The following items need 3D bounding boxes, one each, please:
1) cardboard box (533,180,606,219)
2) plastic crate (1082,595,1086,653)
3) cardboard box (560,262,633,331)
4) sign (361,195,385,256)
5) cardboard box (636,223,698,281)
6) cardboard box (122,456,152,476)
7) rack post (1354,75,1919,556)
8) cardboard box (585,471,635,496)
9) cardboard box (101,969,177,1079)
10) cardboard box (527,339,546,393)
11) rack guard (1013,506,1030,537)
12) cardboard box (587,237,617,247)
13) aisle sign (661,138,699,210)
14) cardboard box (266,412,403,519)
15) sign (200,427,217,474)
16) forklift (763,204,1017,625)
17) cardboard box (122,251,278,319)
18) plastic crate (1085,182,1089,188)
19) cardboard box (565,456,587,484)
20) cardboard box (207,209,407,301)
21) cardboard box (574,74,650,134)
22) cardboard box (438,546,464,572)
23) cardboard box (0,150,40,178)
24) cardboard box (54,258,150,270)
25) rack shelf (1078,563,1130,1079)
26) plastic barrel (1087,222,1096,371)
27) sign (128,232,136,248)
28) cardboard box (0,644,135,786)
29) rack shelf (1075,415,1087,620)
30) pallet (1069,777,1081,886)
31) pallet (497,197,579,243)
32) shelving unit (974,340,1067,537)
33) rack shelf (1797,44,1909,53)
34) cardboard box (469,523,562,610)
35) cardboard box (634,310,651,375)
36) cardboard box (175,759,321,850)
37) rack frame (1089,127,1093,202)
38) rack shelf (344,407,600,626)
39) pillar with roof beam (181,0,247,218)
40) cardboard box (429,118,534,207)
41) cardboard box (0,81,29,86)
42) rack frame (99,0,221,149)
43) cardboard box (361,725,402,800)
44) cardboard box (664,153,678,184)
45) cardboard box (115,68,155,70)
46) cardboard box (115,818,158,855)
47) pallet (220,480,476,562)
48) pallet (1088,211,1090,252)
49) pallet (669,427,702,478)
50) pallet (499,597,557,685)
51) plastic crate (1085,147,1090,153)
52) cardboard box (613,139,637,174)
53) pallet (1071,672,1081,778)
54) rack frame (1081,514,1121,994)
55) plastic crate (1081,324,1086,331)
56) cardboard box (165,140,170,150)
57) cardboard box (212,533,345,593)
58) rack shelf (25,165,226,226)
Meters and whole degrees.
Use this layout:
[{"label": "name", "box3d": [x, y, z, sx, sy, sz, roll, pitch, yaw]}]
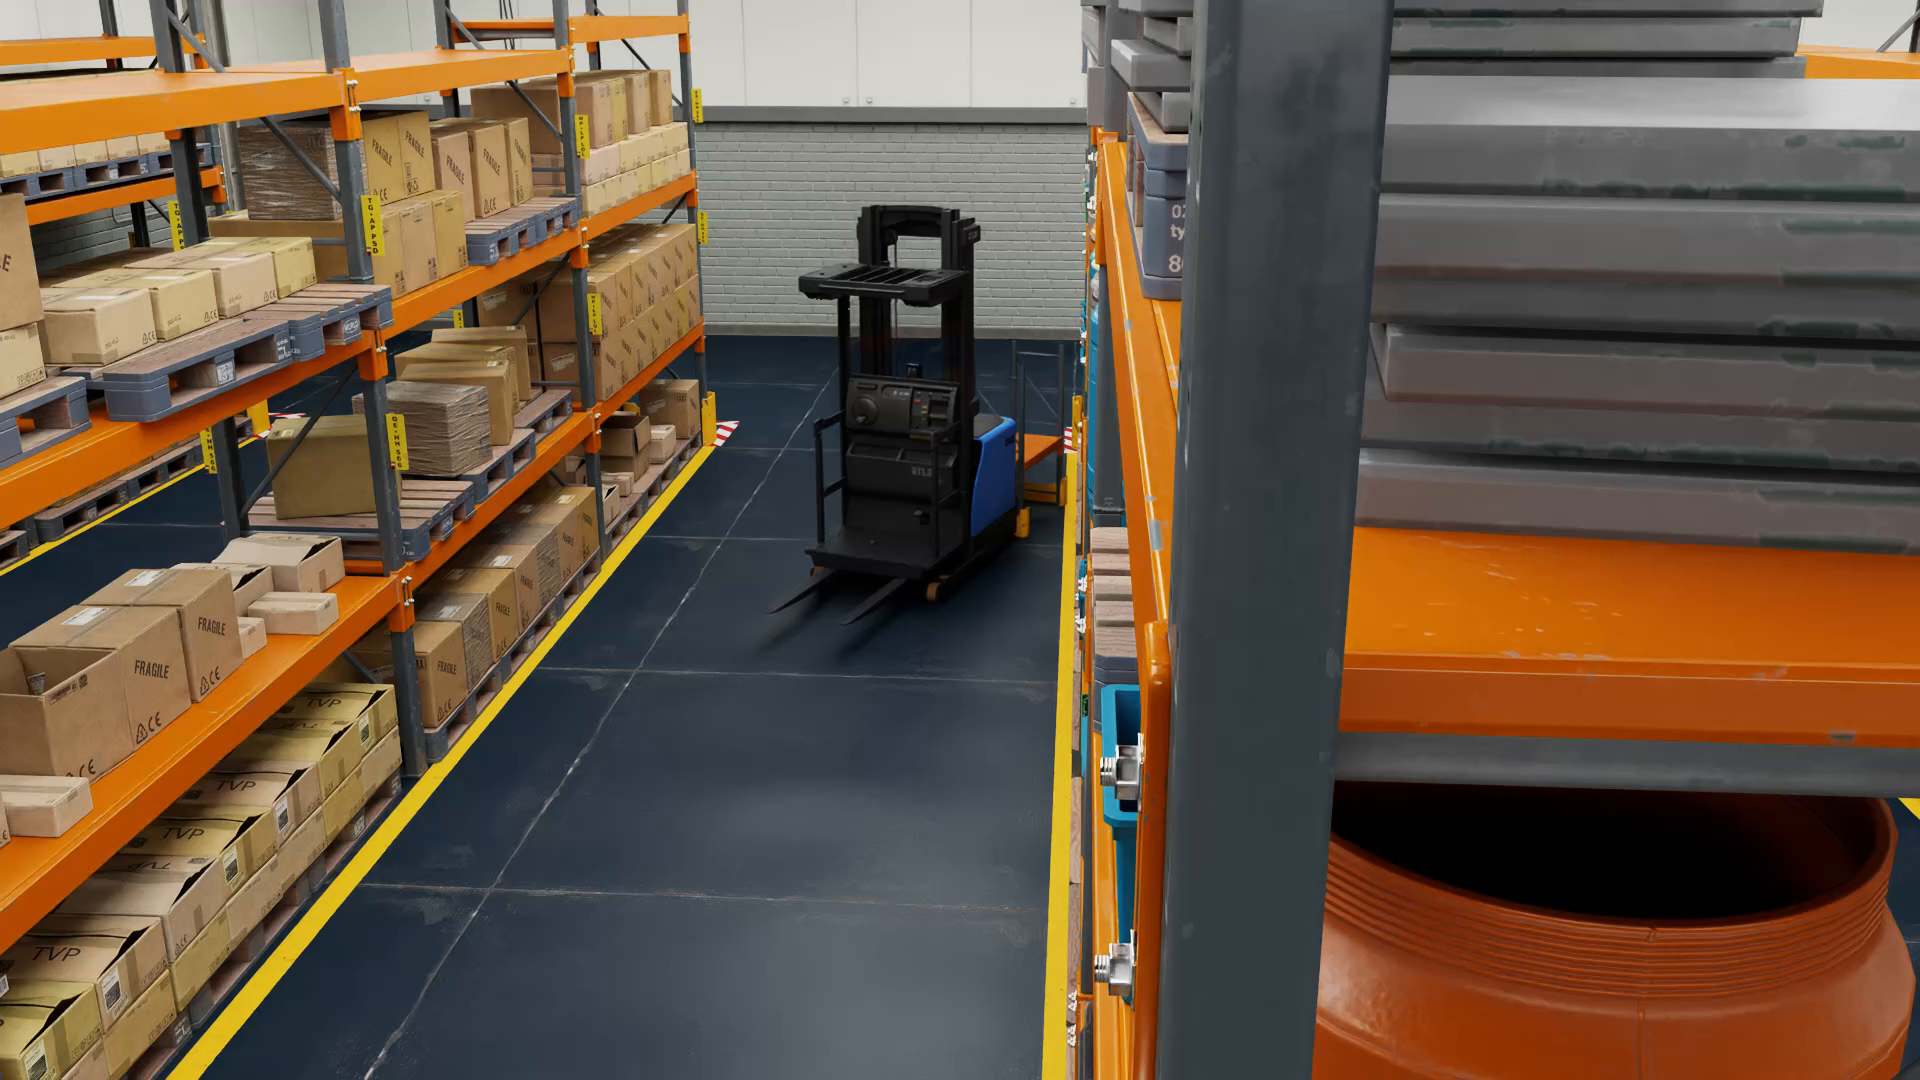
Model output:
[{"label": "cardboard box", "box3d": [-3.179, -2.758, 13.446, 0.500, 0.250, 0.500, 1, 18, 4]}, {"label": "plastic crate", "box3d": [0.772, 0.560, 7.793, 0.402, 0.464, 0.583, 1, 18, 4]}, {"label": "cardboard box", "box3d": [-3.110, -2.081, 14.191, 0.500, 0.500, 0.500, 1, 18, 2]}, {"label": "sign", "box3d": [-3.194, -1.710, 9.049, 0.100, 0.325, 0.005, 1, 18, 4]}, {"label": "cardboard box", "box3d": [-2.931, -2.879, 16.626, 0.500, 0.500, 0.500, 1, 18, 3]}, {"label": "cardboard box", "box3d": [-8.167, -0.925, 15.768, 0.700, 0.500, 0.500, 2, 18, 5]}, {"label": "rack post", "box3d": [0.801, -0.265, 1.582, 0.937, 0.300, 0.954, 3, 18, 10]}, {"label": "cardboard box", "box3d": [-3.163, -0.515, 15.022, 0.380, 0.166, 0.250, 1, 18, 4]}, {"label": "cardboard box", "box3d": [-3.720, 2.055, 7.076, 0.500, 0.250, 0.500, 2, 18, 5]}, {"label": "cardboard box", "box3d": [-3.681, -1.467, 13.922, 0.500, 0.500, 0.500, 2, 18, 5]}, {"label": "rack guard", "box3d": [0.326, -0.192, 14.607, 0.587, 0.250, 0.087, 7, 20, 21]}, {"label": "cardboard box", "box3d": [-3.539, -2.574, 15.694, 0.500, 0.500, 0.500, 2, 18, 5]}, {"label": "aisle sign", "box3d": [-2.863, -3.750, 16.876, 0.394, 0.787, 0.004, 1, 18, 4]}, {"label": "cardboard box", "box3d": [-3.815, -0.461, 10.178, 0.700, 0.500, 0.500, -5, 19, -15]}, {"label": "sign", "box3d": [-4.289, -0.538, 9.515, 0.100, 0.325, 0.005, 1, 18, 4]}, {"label": "forklift", "box3d": [-0.544, -1.051, 12.923, 1.130, 2.935, 3.031, 7, 20, 21]}, {"label": "cardboard box", "box3d": [-3.743, -1.264, 8.214, 0.500, 0.250, 0.500, 2, 18, 5]}, {"label": "plastic crate", "box3d": [1.227, -2.782, 13.549, 0.416, 0.233, 0.300, 1, 18, 4]}, {"label": "cardboard box", "box3d": [-3.649, -0.606, 15.066, 0.500, 0.311, 0.500, 1, 18, 4]}, {"label": "cardboard box", "box3d": [-3.750, -1.625, 9.588, 0.910, 0.500, 0.500, 1, 18, 4]}, {"label": "cardboard box", "box3d": [-3.244, -3.978, 15.162, 0.700, 0.500, 0.500, 1, 18, 4]}, {"label": "cardboard box", "box3d": [-3.845, 0.343, 11.866, 0.500, 0.500, 0.500, 1, 18, 2]}, {"label": "cardboard box", "box3d": [-8.089, -3.178, 13.892, 0.500, 0.250, 0.500, 1, 18, 4]}, {"label": "cardboard box", "box3d": [-8.183, -2.368, 16.350, 0.980, 0.700, 0.700, 1, 18, 3]}, {"label": "rack shelf", "box3d": [0.763, 0.876, 3.272, 1.077, 0.370, 4.000, 1, 18, 4]}, {"label": "plastic barrel", "box3d": [0.871, -1.080, 7.396, 0.600, 0.830, 0.708, 1, 18, 4]}, {"label": "sign", "box3d": [-8.668, -3.073, 17.468, 0.100, 0.325, 0.005, 1, 18, 4]}, {"label": "cardboard box", "box3d": [-3.925, 0.777, 7.074, 0.500, 0.500, 0.500, 3, 18, 8]}, {"label": "rack shelf", "box3d": [1.336, -0.184, 11.321, 1.077, 0.370, 4.000, 1, 18, 4]}, {"label": "pallet", "box3d": [1.099, 1.661, 9.016, 1.003, 0.211, 1.213, 1, 18, 4]}, {"label": "pallet", "box3d": [-3.577, -2.393, 12.395, 1.213, 0.211, 1.003, 1, 18, 4]}, {"label": "shelving unit", "box3d": [0.517, -0.929, 14.850, 0.587, 1.500, 1.083, 7, 20, 21]}, {"label": "rack shelf", "box3d": [6.563, -3.976, 13.903, 1.077, 0.370, 4.000, 1, 18, 4]}, {"label": "cardboard box", "box3d": [-3.290, 0.189, 12.336, 0.500, 0.500, 0.500, 2, 18, 5]}, {"label": "cardboard box", "box3d": [-3.081, -1.772, 14.855, 0.500, 0.500, 0.500, 1, 18, 4]}, {"label": "cardboard box", "box3d": [-3.609, 1.311, 8.446, 0.500, 0.311, 0.500, 1, 18, 4]}, {"label": "rack frame", "box3d": [1.480, -3.997, 12.171, 1.000, 3.000, 0.127, 1, 18, 4]}, {"label": "rack shelf", "box3d": [-3.604, -0.295, 11.662, 1.077, 0.370, 4.000, 1, 18, 4]}, {"label": "pillar with roof beam", "box3d": [-4.490, -6.223, 18.962, 9.100, 9.000, 0.400, 1, 18, 4]}, {"label": "cardboard box", "box3d": [-3.570, -2.824, 12.410, 0.600, 0.600, 0.600, 0, 18, -1]}, {"label": "cardboard box", "box3d": [-8.071, -3.541, 13.795, 0.500, 0.500, 0.500, 1, 18, 3]}, {"label": "rack frame", "box3d": [-8.115, -5.461, 16.637, 1.000, 3.000, 0.127, 1, 18, 4]}, {"label": "cardboard box", "box3d": [-3.542, 1.260, 9.502, 0.500, 0.250, 0.500, 2, 18, 5]}, {"label": "cardboard box", "box3d": [-2.994, -3.534, 15.816, 0.500, 0.250, 0.500, 1, 18, 4]}, {"label": "cardboard box", "box3d": [-7.895, -4.334, 16.218, 0.500, 0.500, 0.500, 1, 18, 4]}, {"label": "cardboard box", "box3d": [-4.182, 1.462, 7.985, 0.500, 0.311, 0.500, 1, 18, 3]}, {"label": "pallet", "box3d": [-3.769, -0.137, 10.332, 1.213, 0.211, 1.003, 1, 18, 4]}, {"label": "pallet", "box3d": [1.521, -2.237, 11.918, 1.213, 0.211, 1.003, 1, 18, 4]}, {"label": "pallet", "box3d": [-3.235, -0.904, 16.844, 1.003, 0.211, 1.213, 1, 18, 4]}, {"label": "pallet", "box3d": [-3.566, 0.700, 11.947, 1.003, 0.211, 1.213, 1, 18, 4]}, {"label": "plastic crate", "box3d": [1.461, -3.639, 16.104, 0.497, 0.269, 0.590, 1, 18, 4]}, {"label": "cardboard box", "box3d": [-3.096, -3.306, 14.316, 0.500, 0.250, 0.500, 1, 18, 4]}, {"label": "pallet", "box3d": [1.208, 1.175, 10.498, 1.003, 0.211, 1.213, 1, 18, 4]}, {"label": "rack frame", "box3d": [0.906, 1.338, 5.522, 1.000, 3.000, 0.127, 1, 18, 4]}, {"label": "plastic crate", "box3d": [1.326, -1.860, 15.454, 0.416, 0.233, 0.300, 1, 18, 4]}, {"label": "cardboard box", "box3d": [-7.903, -3.978, 16.334, 0.500, 0.250, 0.500, 2, 18, 6]}, {"label": "cardboard box", "box3d": [-3.817, 0.138, 9.327, 0.500, 0.311, 0.500, 2, 18, 7]}, {"label": "rack shelf", "box3d": [-8.258, -3.072, 15.321, 1.077, 0.370, 4.000, 1, 18, 4]}]
